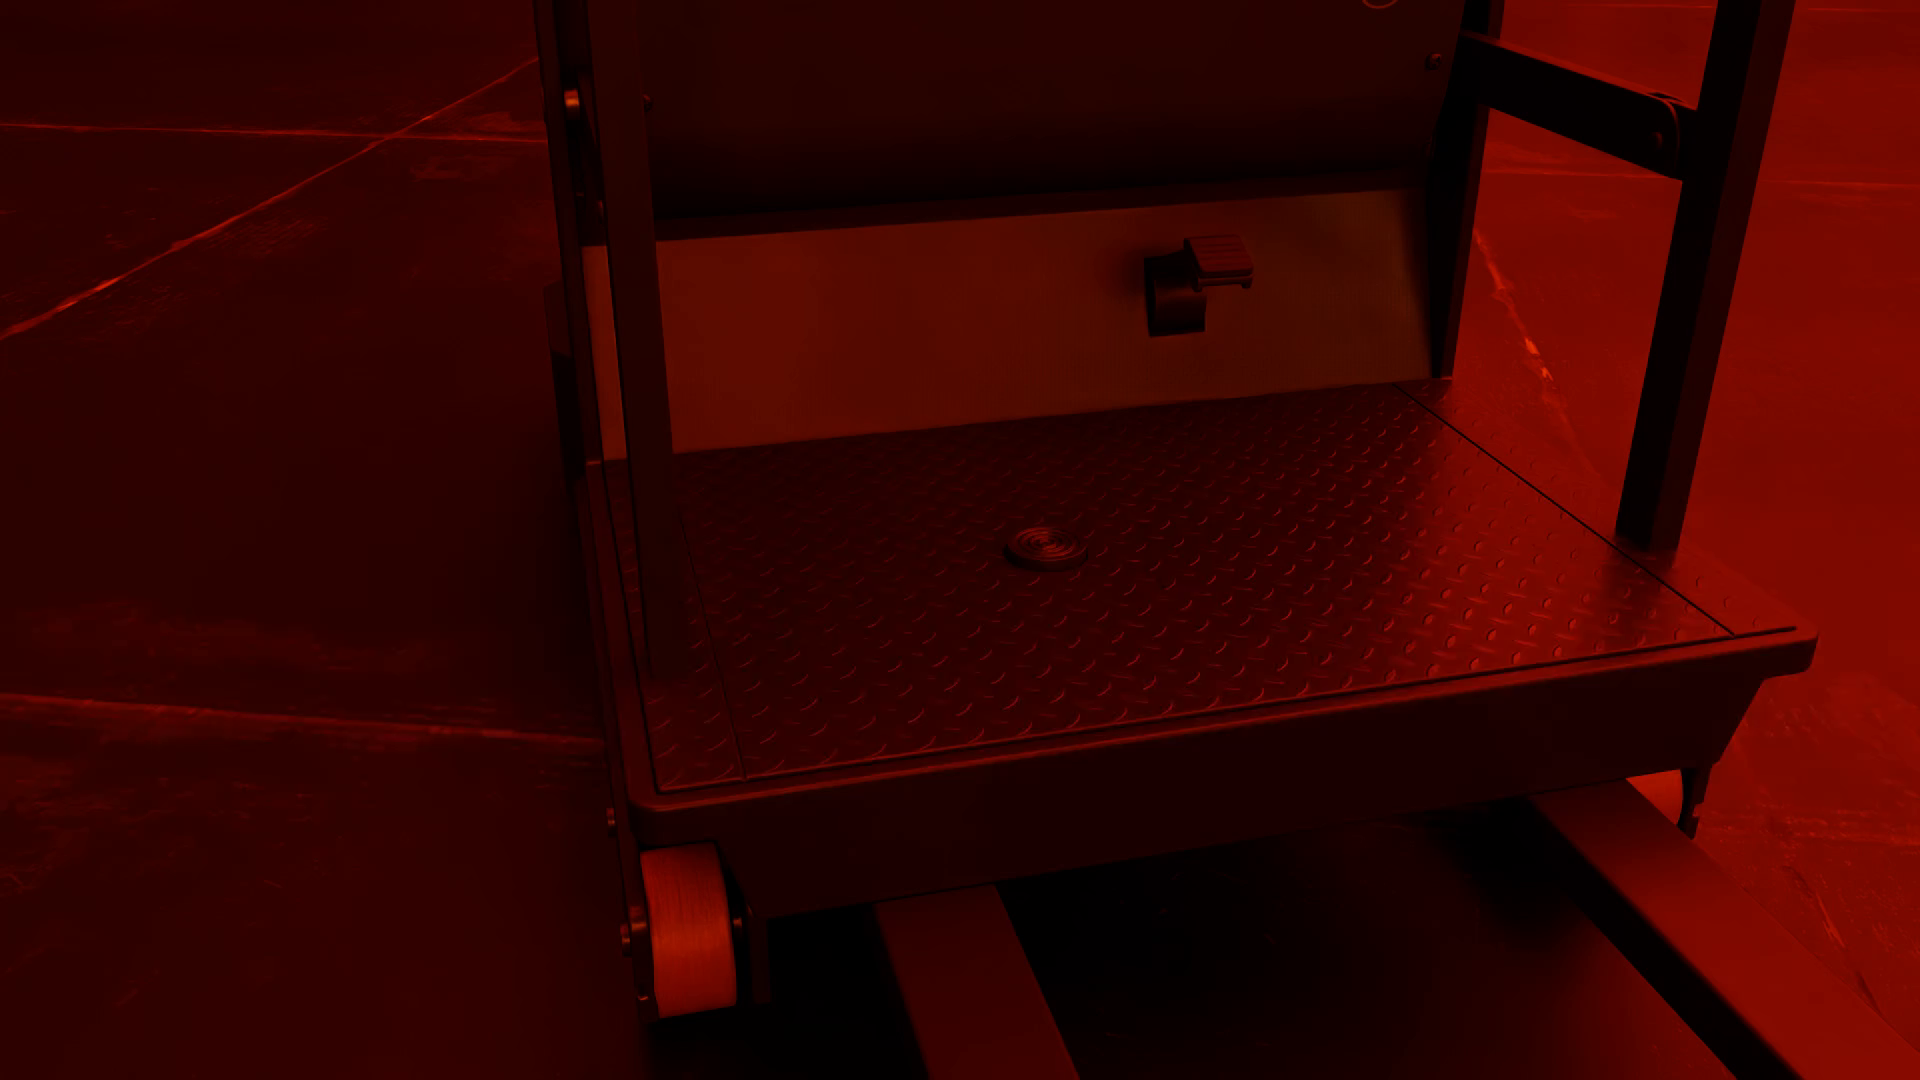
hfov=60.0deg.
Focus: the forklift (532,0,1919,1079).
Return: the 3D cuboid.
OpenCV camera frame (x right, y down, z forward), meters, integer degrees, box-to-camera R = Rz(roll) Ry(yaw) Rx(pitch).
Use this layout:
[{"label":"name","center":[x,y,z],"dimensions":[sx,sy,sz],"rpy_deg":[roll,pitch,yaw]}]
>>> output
[{"label":"forklift","center":[0.153,-1.049,1.319],"dimensions":[1.130,2.935,3.031],"rpy_deg":[-7,27,-13]}]
